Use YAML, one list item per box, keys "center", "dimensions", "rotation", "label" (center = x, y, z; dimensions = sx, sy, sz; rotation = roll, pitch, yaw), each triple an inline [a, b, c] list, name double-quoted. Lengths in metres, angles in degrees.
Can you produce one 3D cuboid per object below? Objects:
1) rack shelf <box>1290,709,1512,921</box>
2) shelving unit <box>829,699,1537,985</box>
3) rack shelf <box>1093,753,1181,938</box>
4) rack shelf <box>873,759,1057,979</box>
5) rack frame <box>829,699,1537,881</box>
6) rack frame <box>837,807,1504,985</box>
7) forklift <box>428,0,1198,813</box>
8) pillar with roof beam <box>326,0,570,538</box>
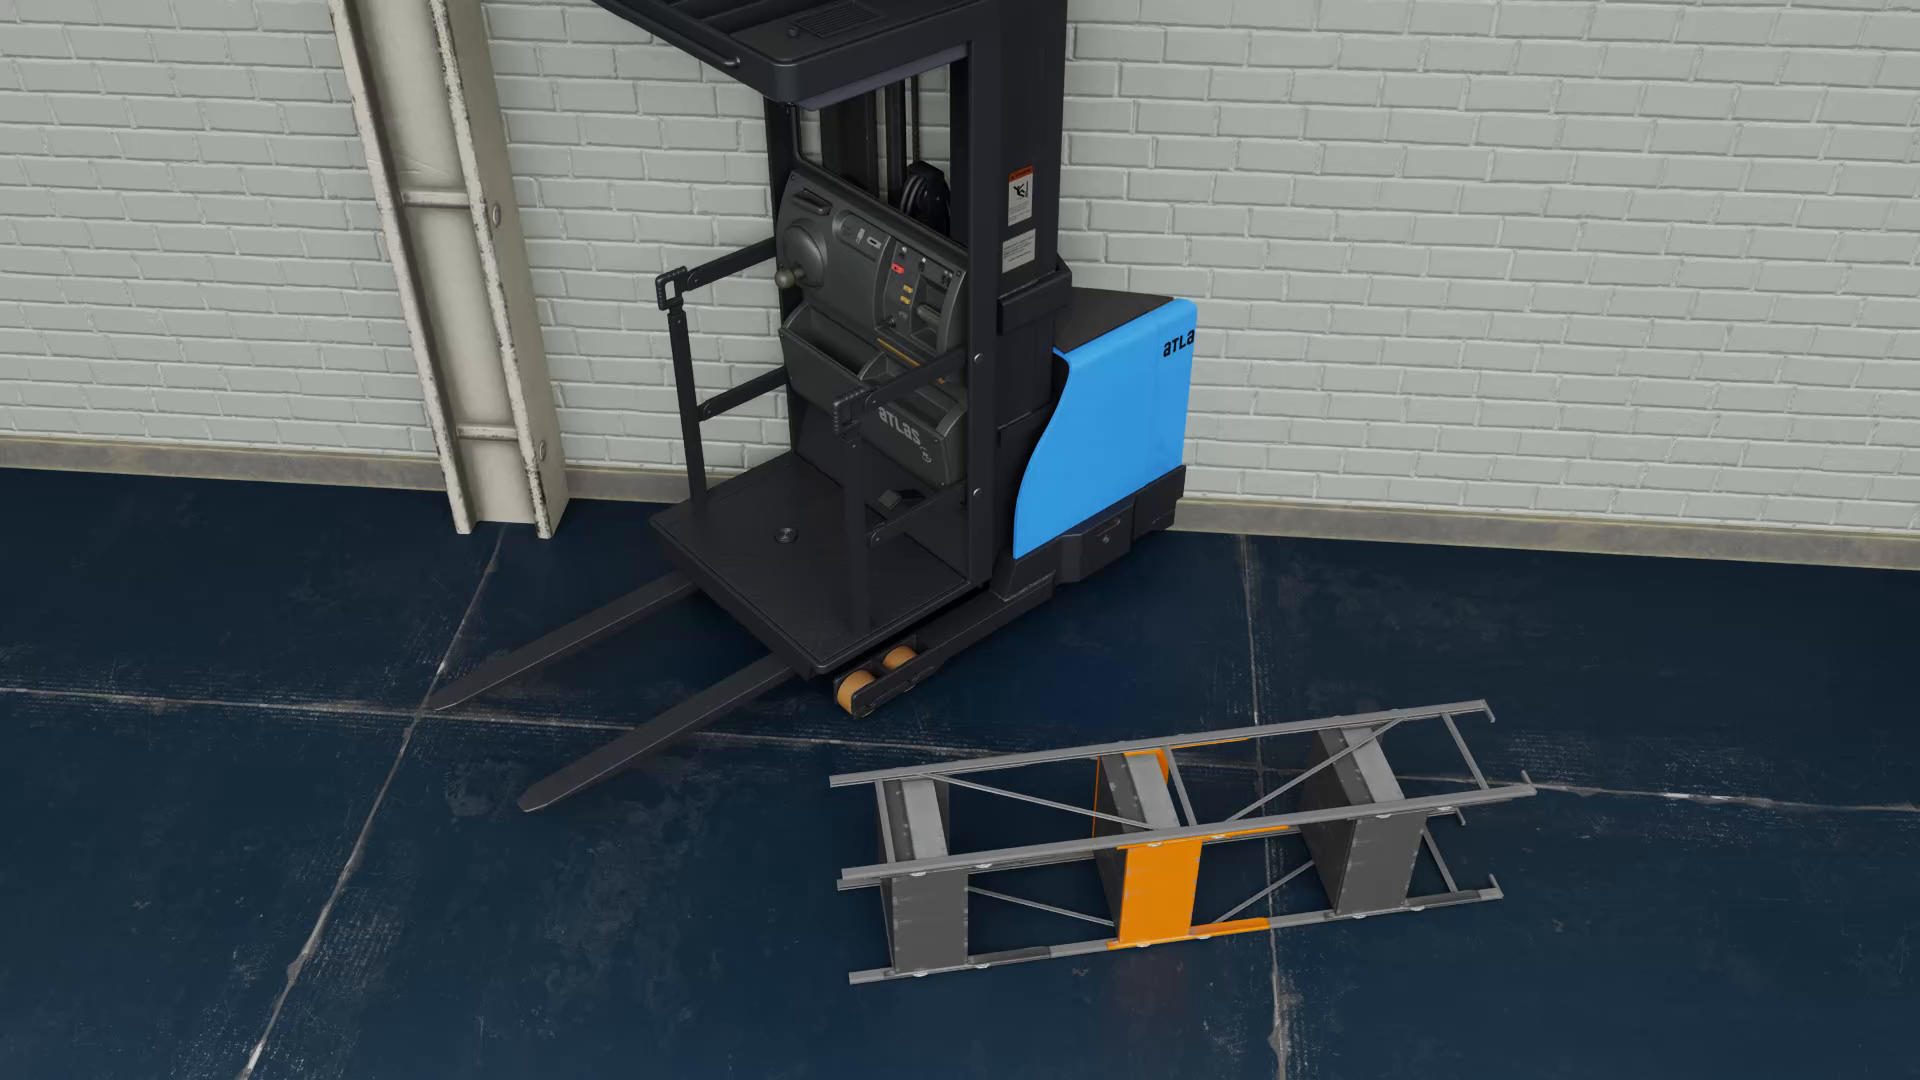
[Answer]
- center: [1.375, 0.862, 5.282]
  dimensions: [0.518, 0.480, 0.431]
  rotation: [-6, 39, -7]
  label: "rack shelf"
- center: [0.670, 0.933, 5.195]
  dimensions: [2.100, 0.503, 0.431]
  rotation: [-6, 39, -7]
  label: "shelving unit"
- center: [0.549, 0.945, 5.180]
  dimensions: [0.174, 0.457, 0.368]
  rotation: [-6, 39, -7]
  label: "rack shelf"
- center: [-0.007, 1.001, 5.111]
  dimensions: [0.518, 0.480, 0.431]
  rotation: [-6, 39, -7]
  label: "rack shelf"
- center: [0.670, 0.744, 5.041]
  dimensions: [2.100, 0.015, 0.400]
  rotation: [-6, 39, -7]
  label: "rack frame"
- center: [0.670, 1.122, 5.349]
  dimensions: [2.100, 0.015, 0.400]
  rotation: [-6, 39, -7]
  label: "rack frame"
- center: [-0.470, -0.878, 5.507]
  dimensions: [3.031, 2.935, 1.130]
  rotation: [-29, 47, -31]
  label: "forklift"
- center: [-2.216, -0.897, 0.723]
  dimensions: [0.400, 9.000, 9.100]
  rotation: [3, 39, 4]
  label: "pillar with roof beam"
